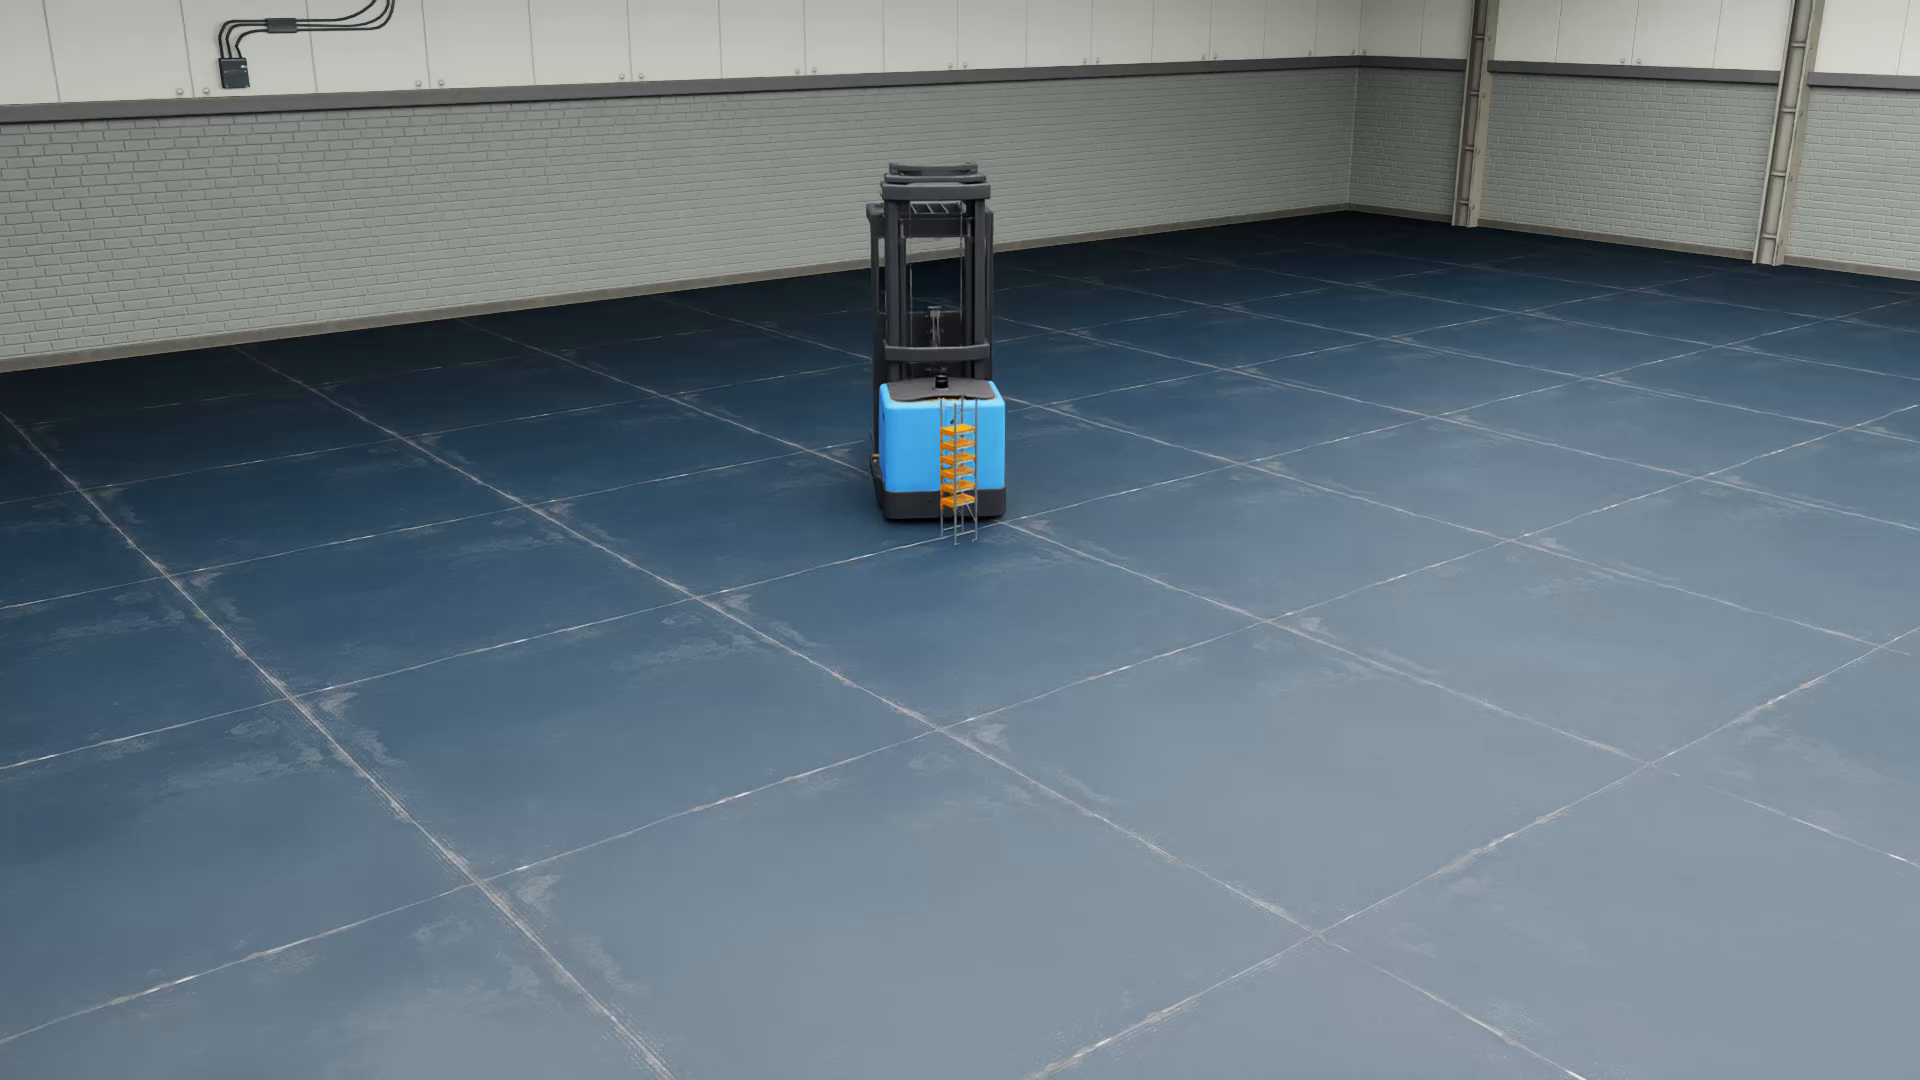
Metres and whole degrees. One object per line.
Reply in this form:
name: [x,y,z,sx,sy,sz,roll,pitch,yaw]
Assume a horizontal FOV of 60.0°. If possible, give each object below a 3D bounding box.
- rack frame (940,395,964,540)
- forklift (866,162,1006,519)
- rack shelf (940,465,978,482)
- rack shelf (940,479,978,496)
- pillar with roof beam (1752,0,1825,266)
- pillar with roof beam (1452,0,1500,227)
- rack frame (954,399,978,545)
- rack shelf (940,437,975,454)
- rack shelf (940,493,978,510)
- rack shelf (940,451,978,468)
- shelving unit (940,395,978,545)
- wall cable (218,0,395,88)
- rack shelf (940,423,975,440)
rack frame: [-0.066,-0.596,13.753,0.240,1.200,0.006,-14,23,-36]
forklift: [-0.275,-1.987,15.200,1.130,2.935,3.031,-2,18,-6]
rack shelf: [-0.009,-0.531,13.699,0.258,0.103,0.180,-14,23,-36]
rack shelf: [-0.009,-0.417,13.736,0.258,0.103,0.180,-14,23,-36]
pillar with roof beam: [10.159,-8.063,23.898,9.100,9.000,0.400,-14,23,-36]
pillar with roof beam: [6.433,-9.542,28.363,9.100,9.000,0.400,-14,23,-36]
rack frame: [0.048,-0.551,13.617,0.240,1.200,0.006,-14,23,-36]
rack shelf: [-0.009,-0.759,13.623,0.258,0.103,0.180,-14,23,-36]
rack shelf: [-0.009,-0.303,13.774,0.258,0.103,0.180,-14,23,-36]
rack shelf: [-0.009,-0.645,13.661,0.258,0.103,0.180,-14,23,-36]
shelving unit: [-0.009,-0.573,13.685,0.258,1.200,0.189,-14,23,-36]
wall cable: [-8.225,-8.681,20.354,2.305,6.003,0.169,-14,23,-36]
rack shelf: [-0.009,-0.873,13.585,0.258,0.103,0.180,-14,23,-36]
